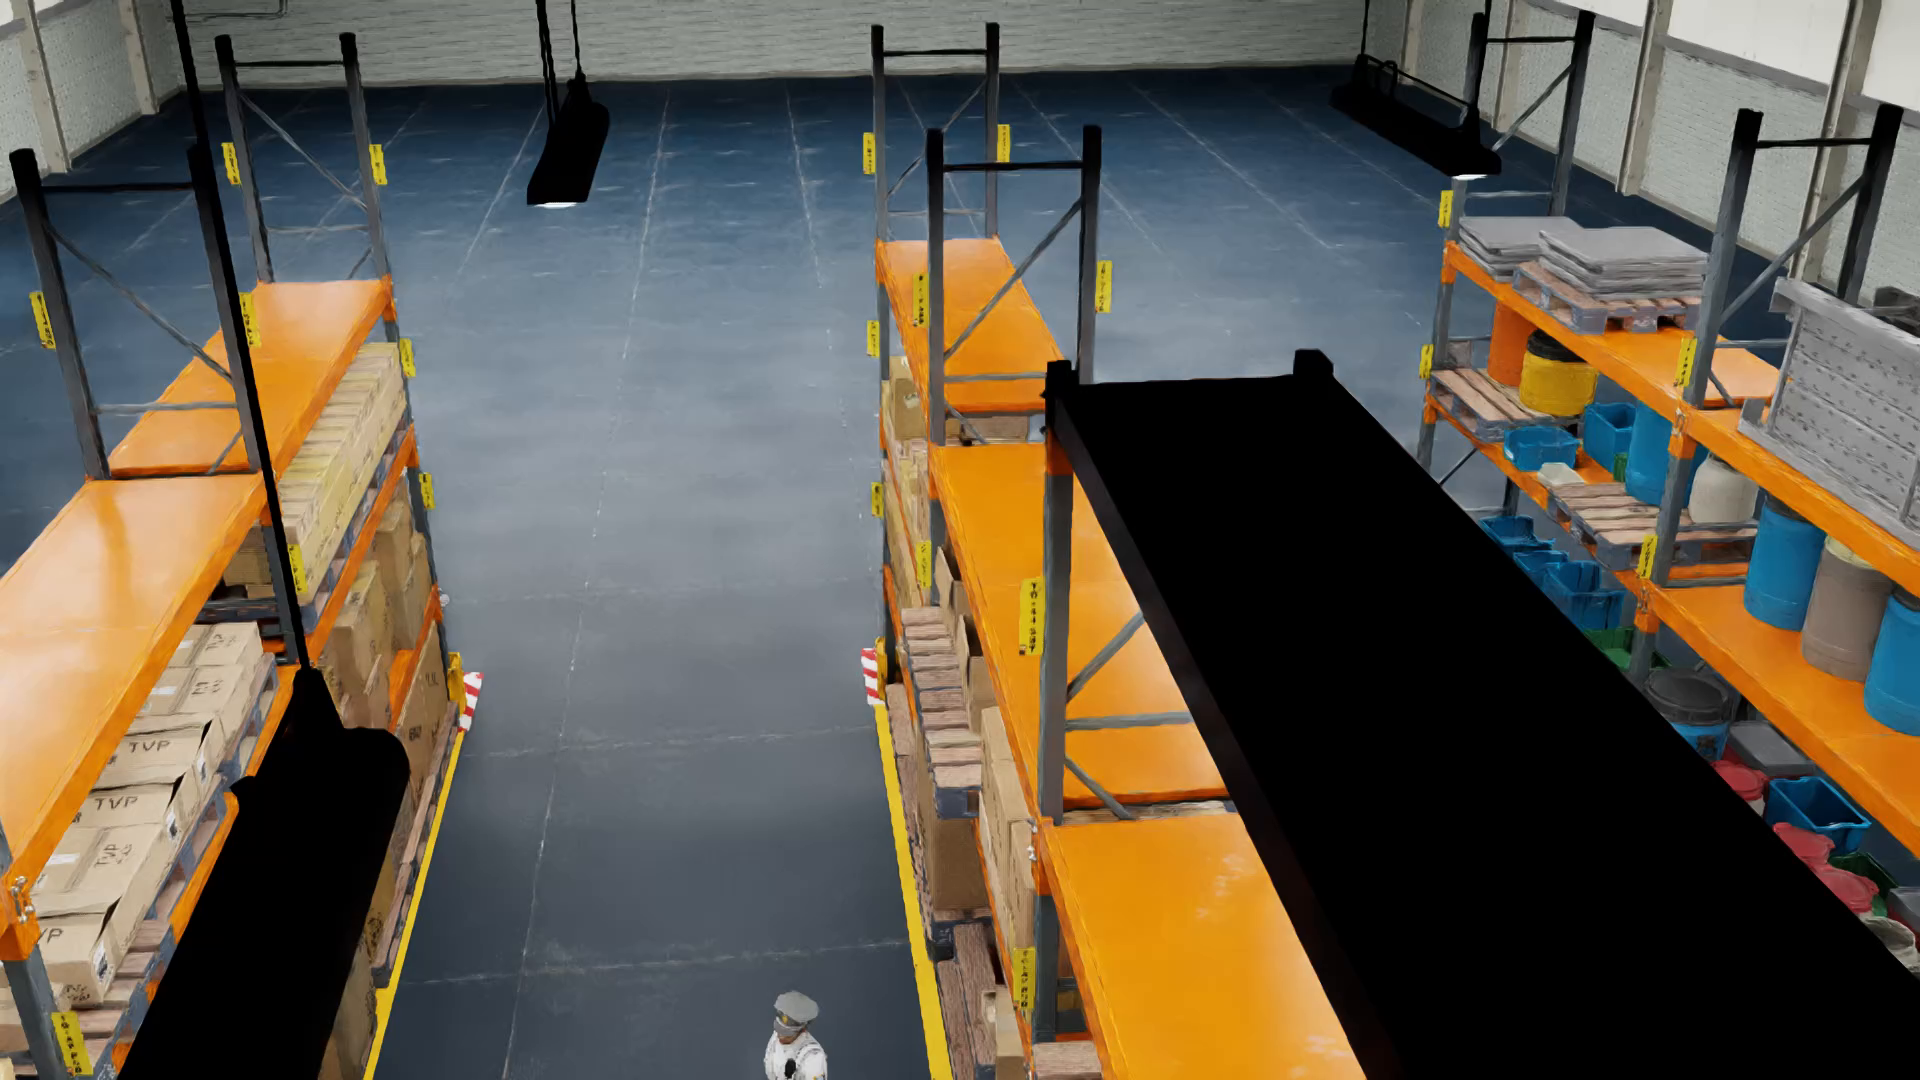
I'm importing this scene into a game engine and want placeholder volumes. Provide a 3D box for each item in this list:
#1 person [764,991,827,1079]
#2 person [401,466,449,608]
[{"bbox_3d":[-0.948,3.324,9.557,0.431,1.684,0.553,-17,30,-31],"label":"person"},{"bbox_3d":[-5.542,0.046,16.403,0.560,1.736,0.926,4,26,8],"label":"person"}]
